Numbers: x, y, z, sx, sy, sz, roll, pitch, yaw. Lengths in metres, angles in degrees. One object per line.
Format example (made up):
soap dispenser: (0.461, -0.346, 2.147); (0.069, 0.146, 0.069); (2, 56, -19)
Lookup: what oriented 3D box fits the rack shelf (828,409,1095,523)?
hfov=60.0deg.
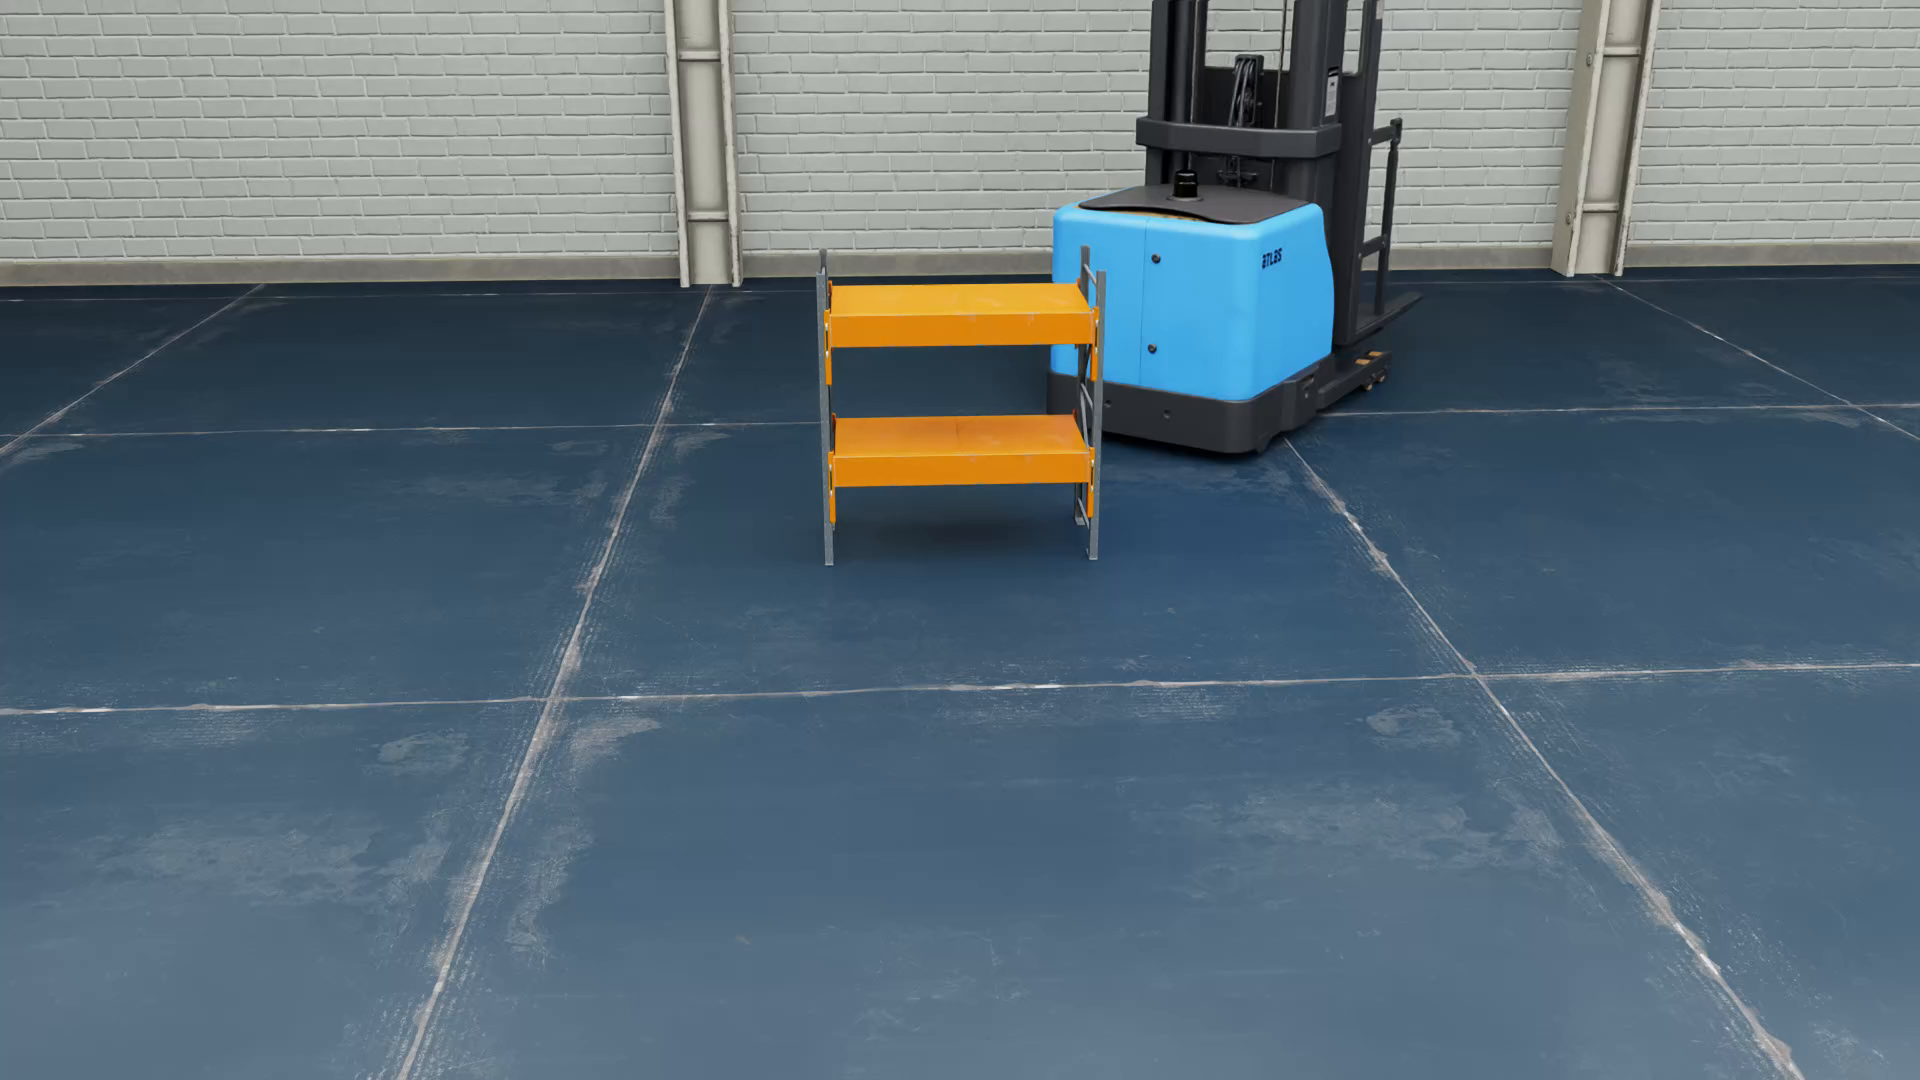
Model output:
rack shelf: (-0.007, -0.297, 6.507); (1.000, 0.278, 0.538); (-1, 21, -3)

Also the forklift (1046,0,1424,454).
forklift: (1.634, -2.228, 8.354); (1.130, 2.935, 3.031); (13, 24, 30)

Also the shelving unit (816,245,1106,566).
shelving unit: (-0.007, -0.526, 6.420); (1.048, 1.125, 0.538); (-1, 21, -3)

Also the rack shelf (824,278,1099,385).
rack shelf: (-0.007, -0.799, 6.316); (1.000, 0.278, 0.538); (-1, 21, -3)

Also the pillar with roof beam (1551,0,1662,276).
pillar with roof beam: (4.572, -4.535, 5.884); (0.400, 9.000, 9.100); (-1, 21, -3)

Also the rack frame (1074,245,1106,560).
rack frame: (0.501, -0.536, 6.448); (0.032, 1.125, 0.500); (-1, 21, -3)

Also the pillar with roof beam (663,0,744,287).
pillar with roof beam: (-1.419, -4.413, 5.564); (0.400, 9.000, 9.100); (-1, 21, -3)

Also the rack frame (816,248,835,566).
rack frame: (-0.514, -0.515, 6.393); (0.032, 1.125, 0.500); (-1, 21, -3)
